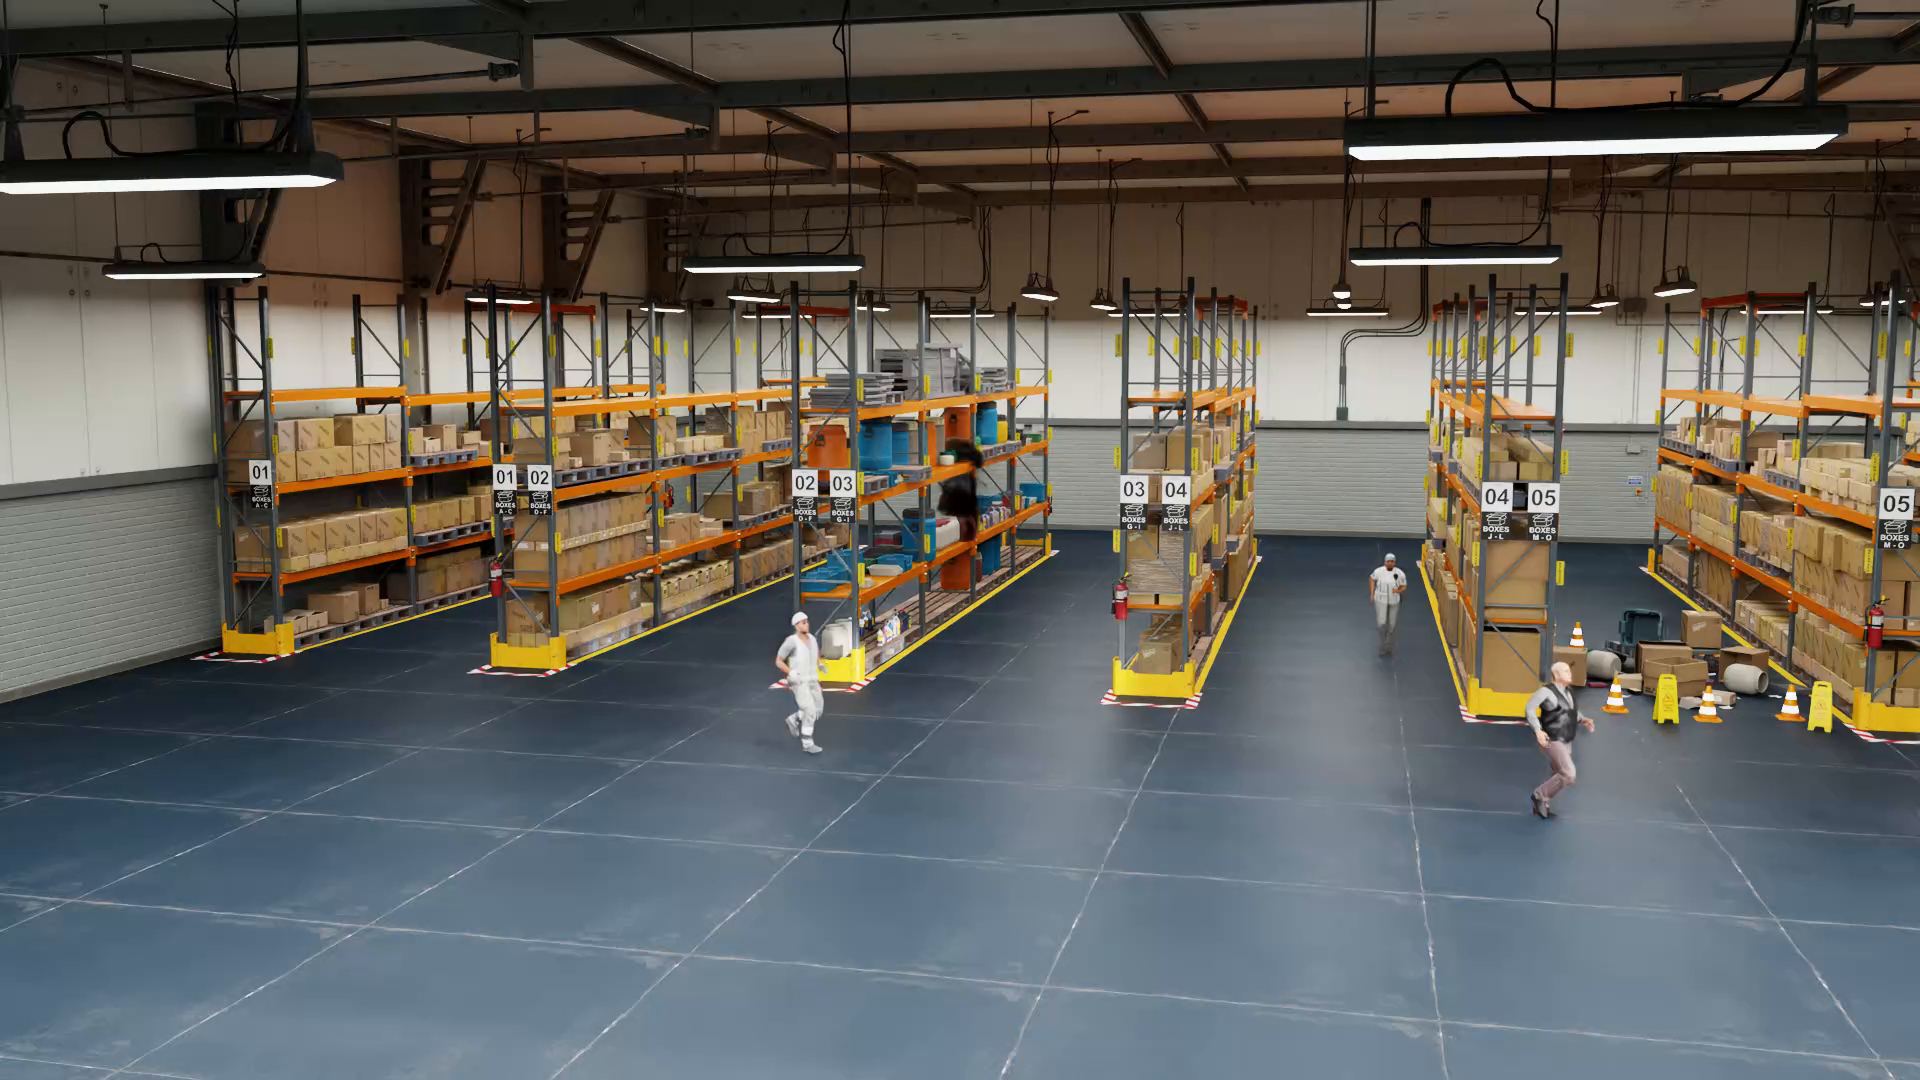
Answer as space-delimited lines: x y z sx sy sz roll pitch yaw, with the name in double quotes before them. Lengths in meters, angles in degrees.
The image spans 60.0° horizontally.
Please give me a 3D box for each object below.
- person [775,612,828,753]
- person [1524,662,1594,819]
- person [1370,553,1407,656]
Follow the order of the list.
"person" -1.979 1.763 20.726 0.708 1.742 0.659 6 9 40
"person" 6.382 2.135 17.663 0.667 1.692 0.617 -6 9 -42
"person" 7.017 1.062 27.262 0.570 1.705 0.783 1 7 9
